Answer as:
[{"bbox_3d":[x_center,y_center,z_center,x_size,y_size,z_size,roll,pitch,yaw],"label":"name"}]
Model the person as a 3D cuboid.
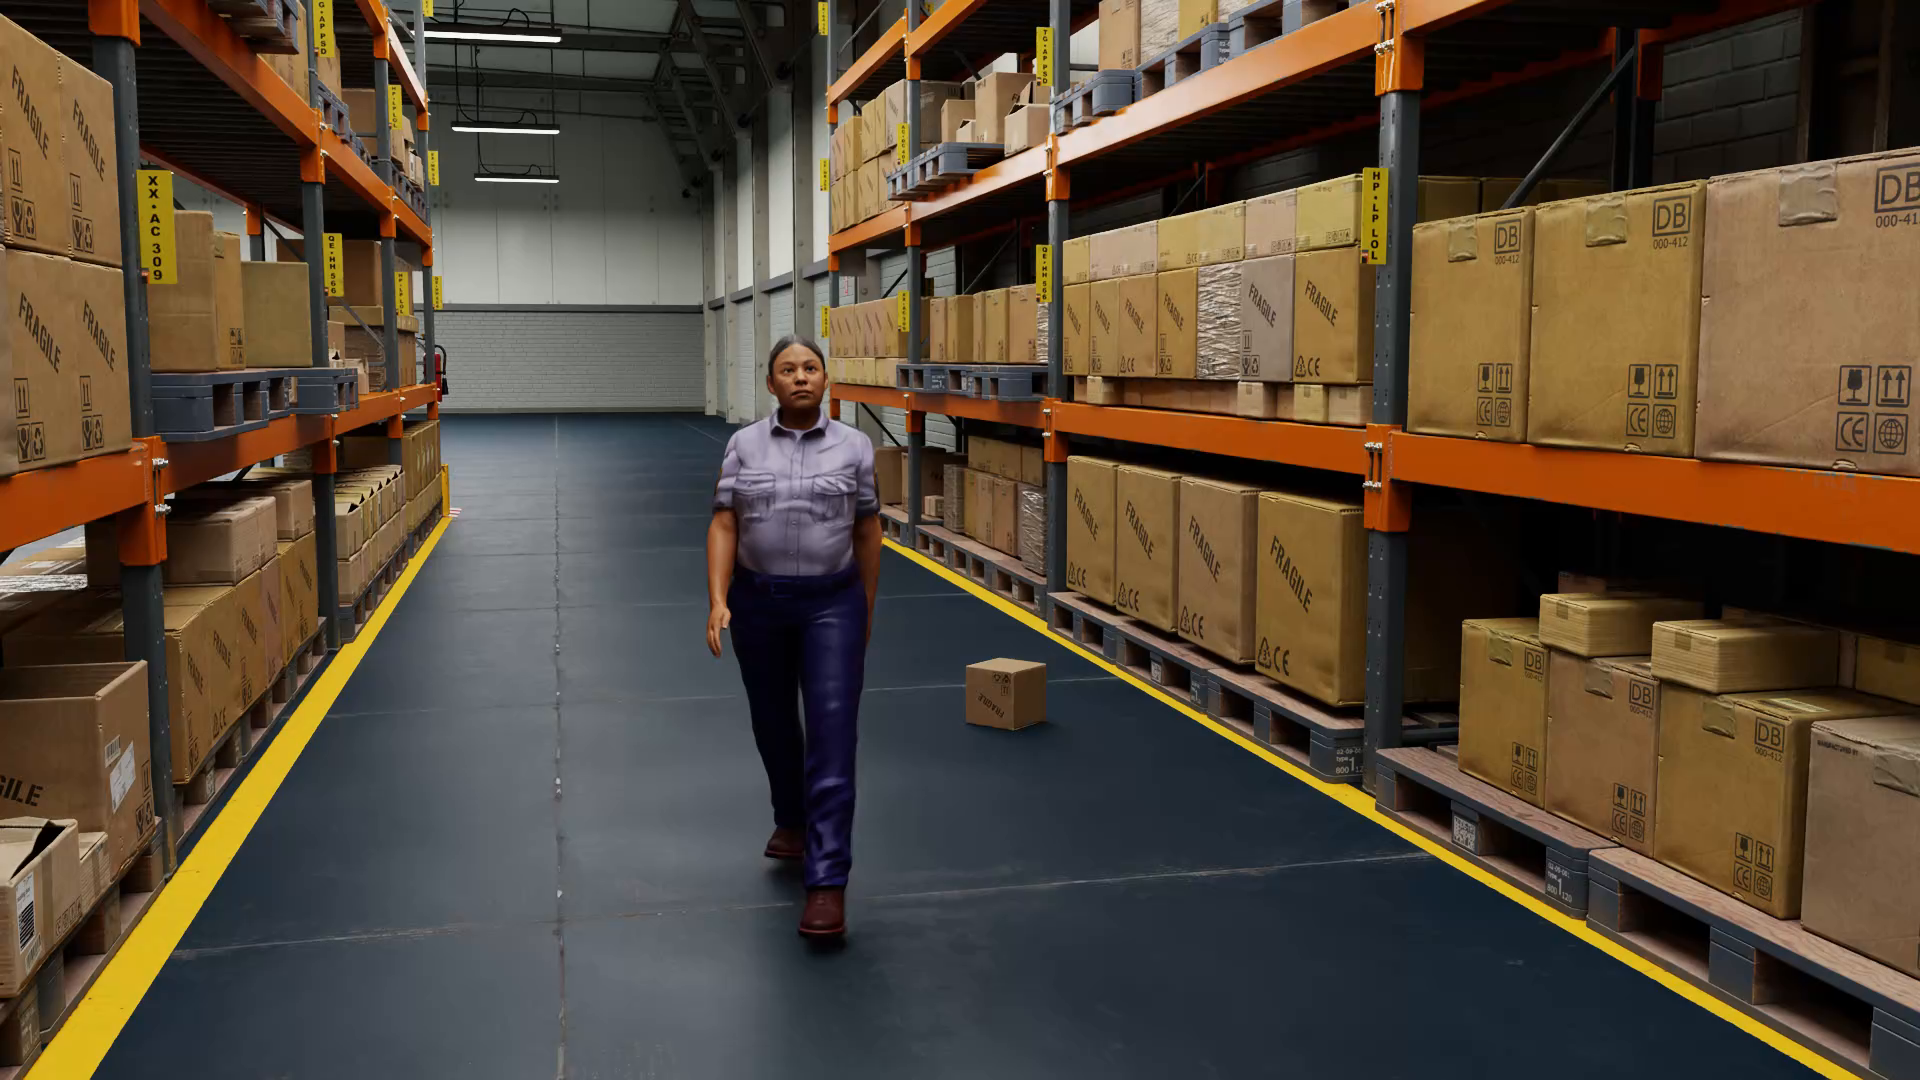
[{"bbox_3d":[-0.480,0.219,4.707,0.477,1.573,0.975,0,6,4],"label":"person"}]
